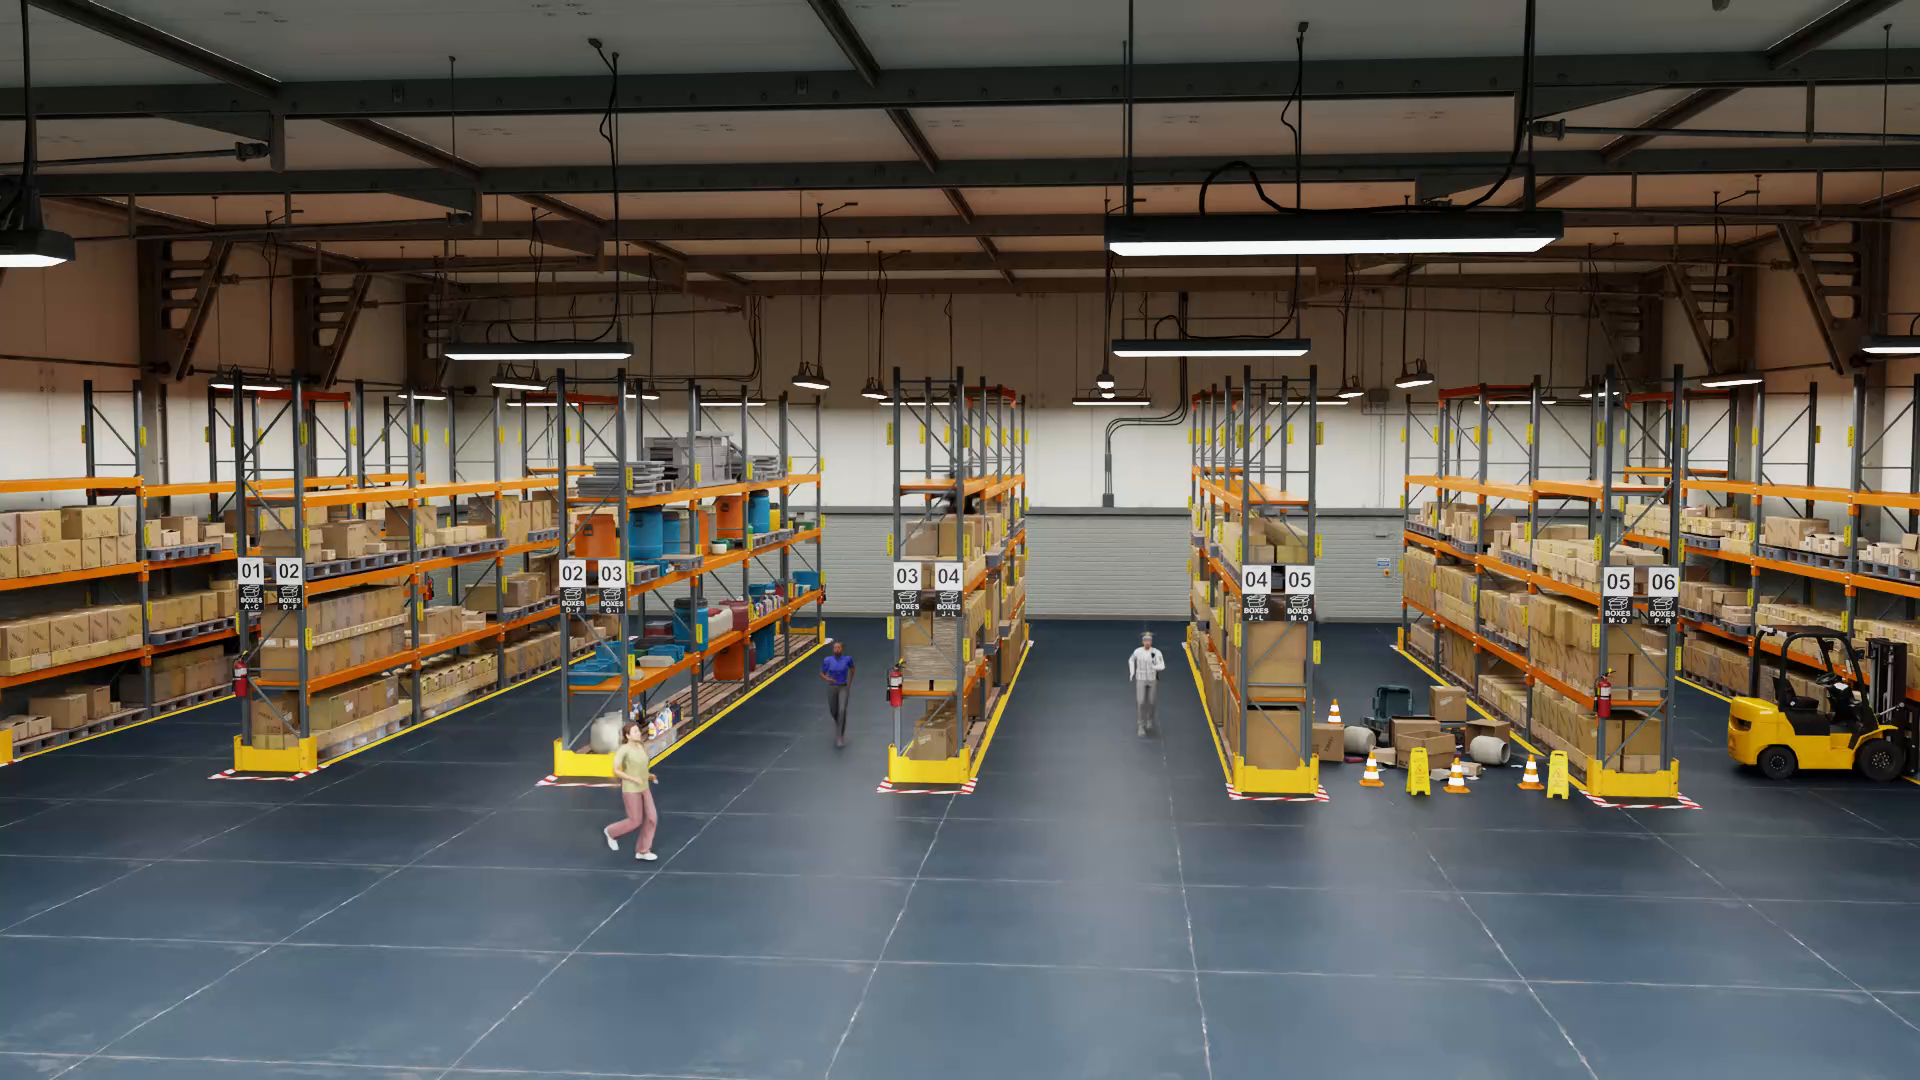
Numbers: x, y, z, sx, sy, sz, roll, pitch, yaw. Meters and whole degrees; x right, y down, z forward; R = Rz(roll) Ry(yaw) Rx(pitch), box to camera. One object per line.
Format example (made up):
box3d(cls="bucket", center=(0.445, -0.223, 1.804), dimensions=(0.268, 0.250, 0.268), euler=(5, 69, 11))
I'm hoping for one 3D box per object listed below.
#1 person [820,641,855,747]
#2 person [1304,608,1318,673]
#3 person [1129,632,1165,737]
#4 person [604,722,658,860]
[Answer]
box3d(cls="person", center=(-2.020, 2.492, 27.322), dimensions=(0.543, 1.675, 1.078), euler=(0, 4, 4))
box3d(cls="person", center=(7.259, 1.959, 35.313), dimensions=(0.643, 1.682, 0.603), euler=(0, 4, 3))
box3d(cls="person", center=(3.147, 2.390, 28.012), dimensions=(0.600, 1.707, 0.879), euler=(0, 4, 7))
box3d(cls="person", center=(-3.877, 2.963, 19.707), dimensions=(0.702, 1.622, 0.584), euler=(2, 4, 28))
